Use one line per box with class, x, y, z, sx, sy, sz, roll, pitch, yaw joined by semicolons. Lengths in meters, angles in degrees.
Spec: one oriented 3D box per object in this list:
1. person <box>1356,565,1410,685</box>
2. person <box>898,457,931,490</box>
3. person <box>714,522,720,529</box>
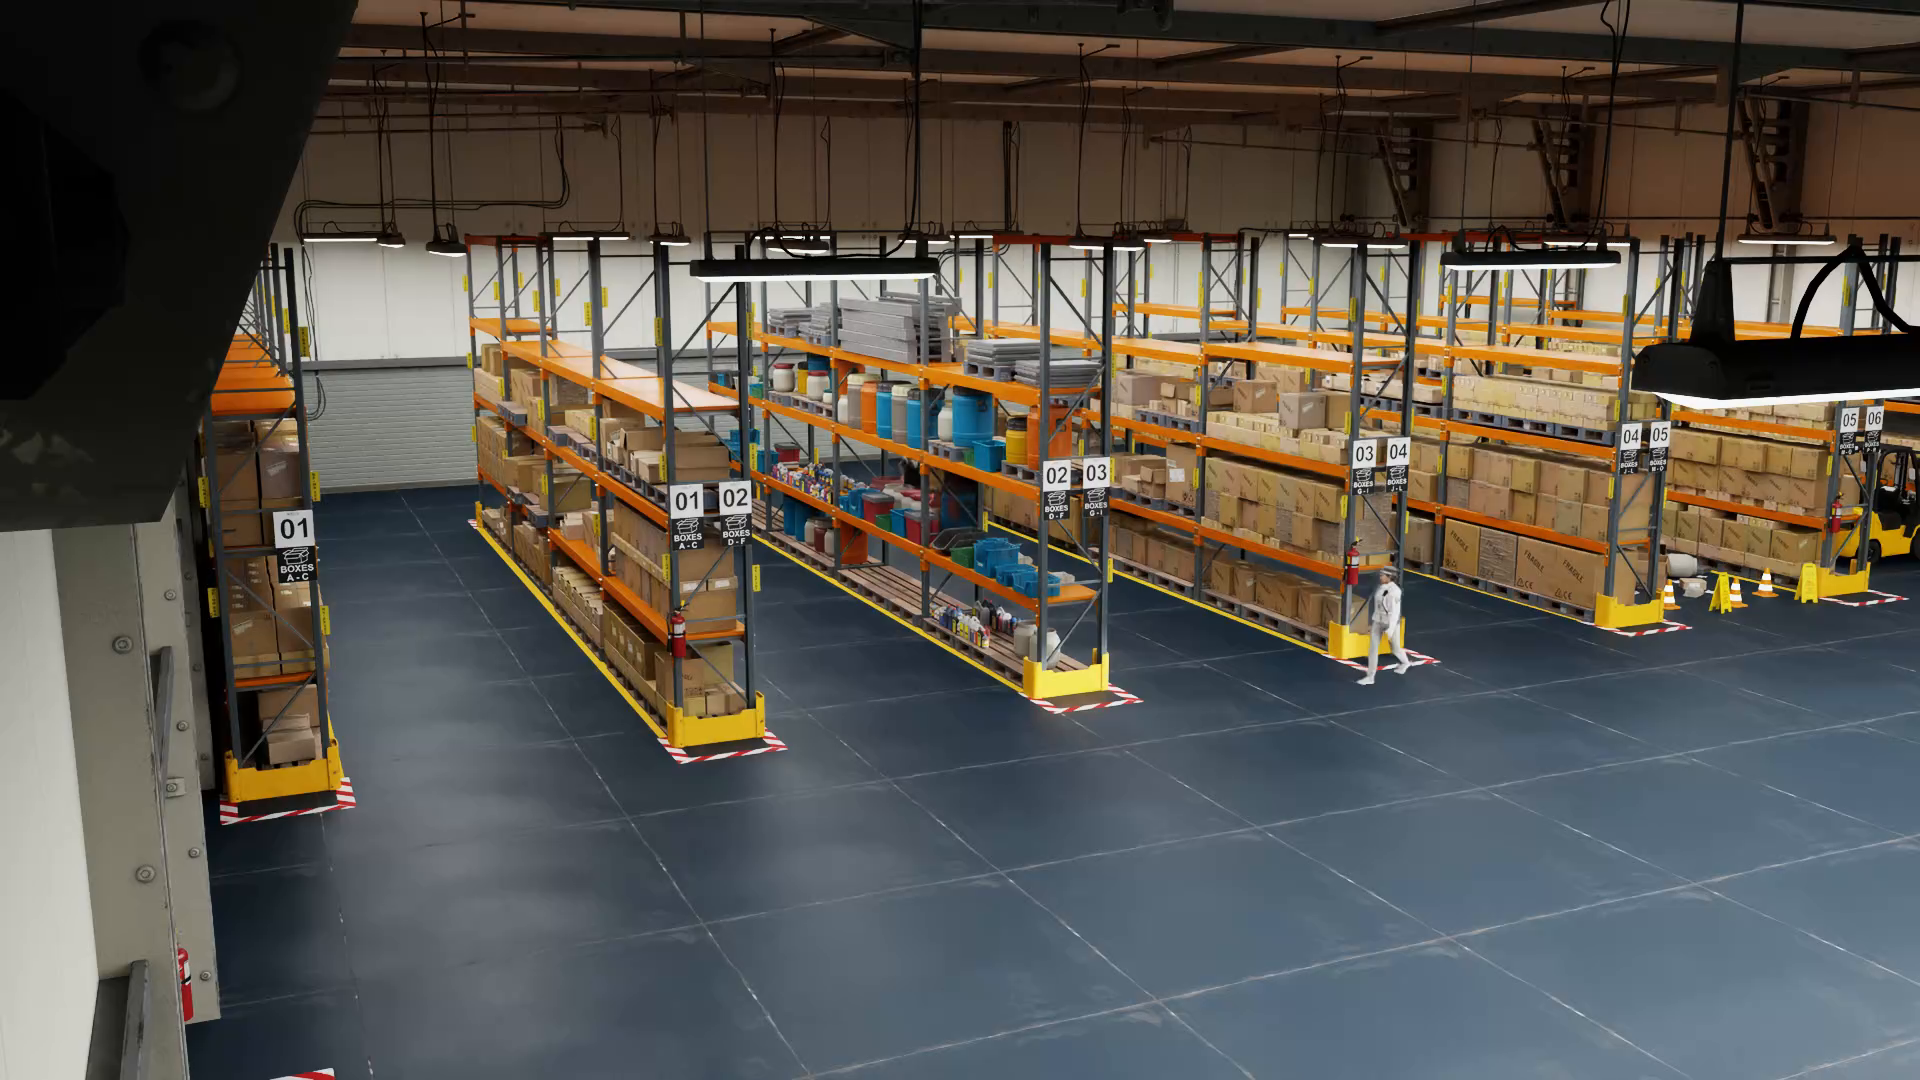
person;5.893;1.145;22.884;0.442;1.644;0.955;9;14;39
person;-0.916;-1.114;34.394;0.631;1.764;0.829;-4;12;-20
person;-4.557;-0.586;31.880;0.520;1.622;0.933;-3;11;-15
